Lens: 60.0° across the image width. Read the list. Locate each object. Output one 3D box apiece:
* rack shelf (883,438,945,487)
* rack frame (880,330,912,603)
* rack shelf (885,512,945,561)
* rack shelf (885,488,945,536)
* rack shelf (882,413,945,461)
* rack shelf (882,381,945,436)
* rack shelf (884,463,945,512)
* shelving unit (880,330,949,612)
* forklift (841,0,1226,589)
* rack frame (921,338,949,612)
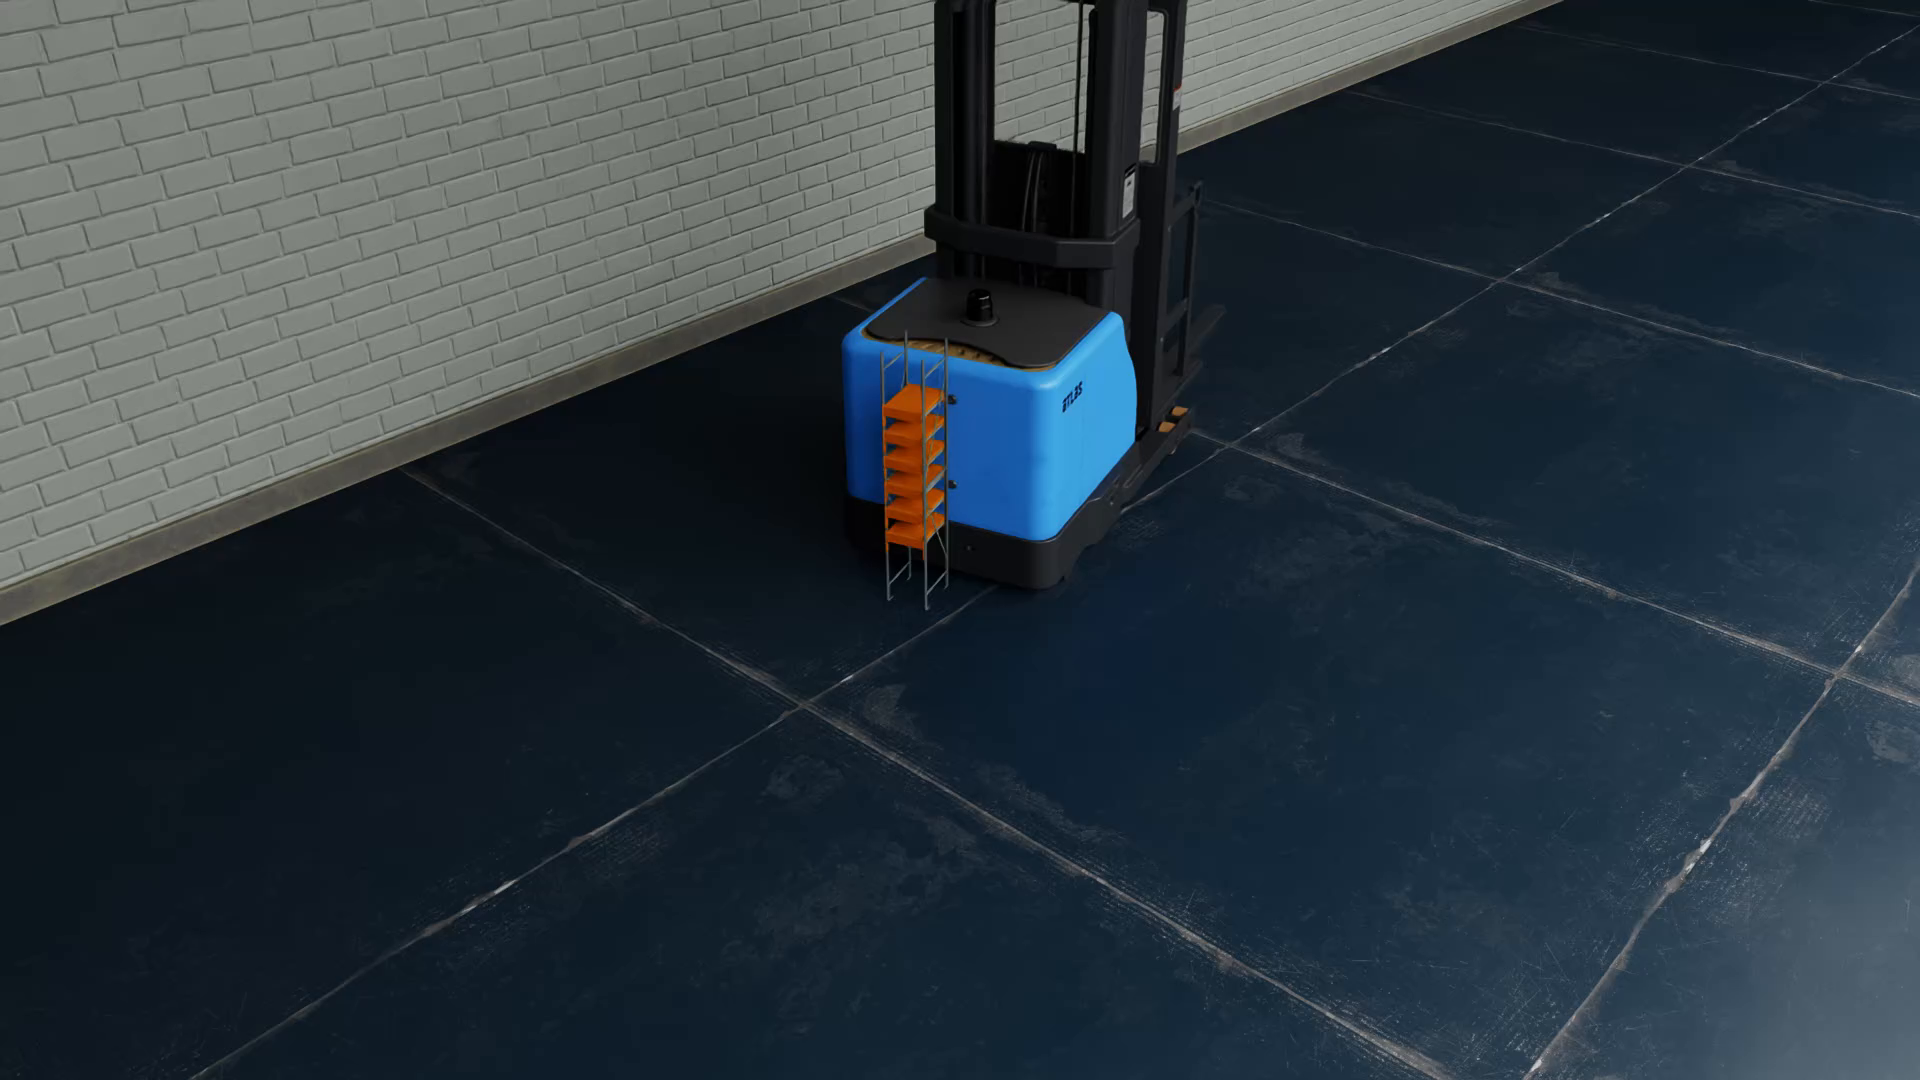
[{"bbox_3d":[-0.186,-0.341,7.007,0.180,0.103,0.258,13,33,21],"label":"rack shelf"},{"bbox_3d":[-0.269,-0.296,7.078,0.006,1.200,0.240,13,33,21],"label":"rack frame"},{"bbox_3d":[-0.186,-0.033,7.192,0.180,0.103,0.258,13,33,21],"label":"rack shelf"},{"bbox_3d":[-0.186,-0.135,7.131,0.180,0.103,0.258,13,33,21],"label":"rack shelf"},{"bbox_3d":[-0.186,-0.444,6.945,0.180,0.103,0.258,13,33,21],"label":"rack shelf"},{"bbox_3d":[-0.186,-0.547,6.883,0.180,0.103,0.258,13,33,21],"label":"rack shelf"},{"bbox_3d":[-0.186,-0.238,7.069,0.180,0.103,0.258,13,33,21],"label":"rack shelf"},{"bbox_3d":[-0.186,-0.276,7.046,0.189,1.200,0.258,13,33,21],"label":"shelving unit"},{"bbox_3d":[0.568,-1.781,7.866,1.130,2.935,3.031,14,34,22],"label":"forklift"},{"bbox_3d":[-0.102,-0.257,7.013,0.006,1.200,0.240,13,33,21],"label":"rack frame"}]
